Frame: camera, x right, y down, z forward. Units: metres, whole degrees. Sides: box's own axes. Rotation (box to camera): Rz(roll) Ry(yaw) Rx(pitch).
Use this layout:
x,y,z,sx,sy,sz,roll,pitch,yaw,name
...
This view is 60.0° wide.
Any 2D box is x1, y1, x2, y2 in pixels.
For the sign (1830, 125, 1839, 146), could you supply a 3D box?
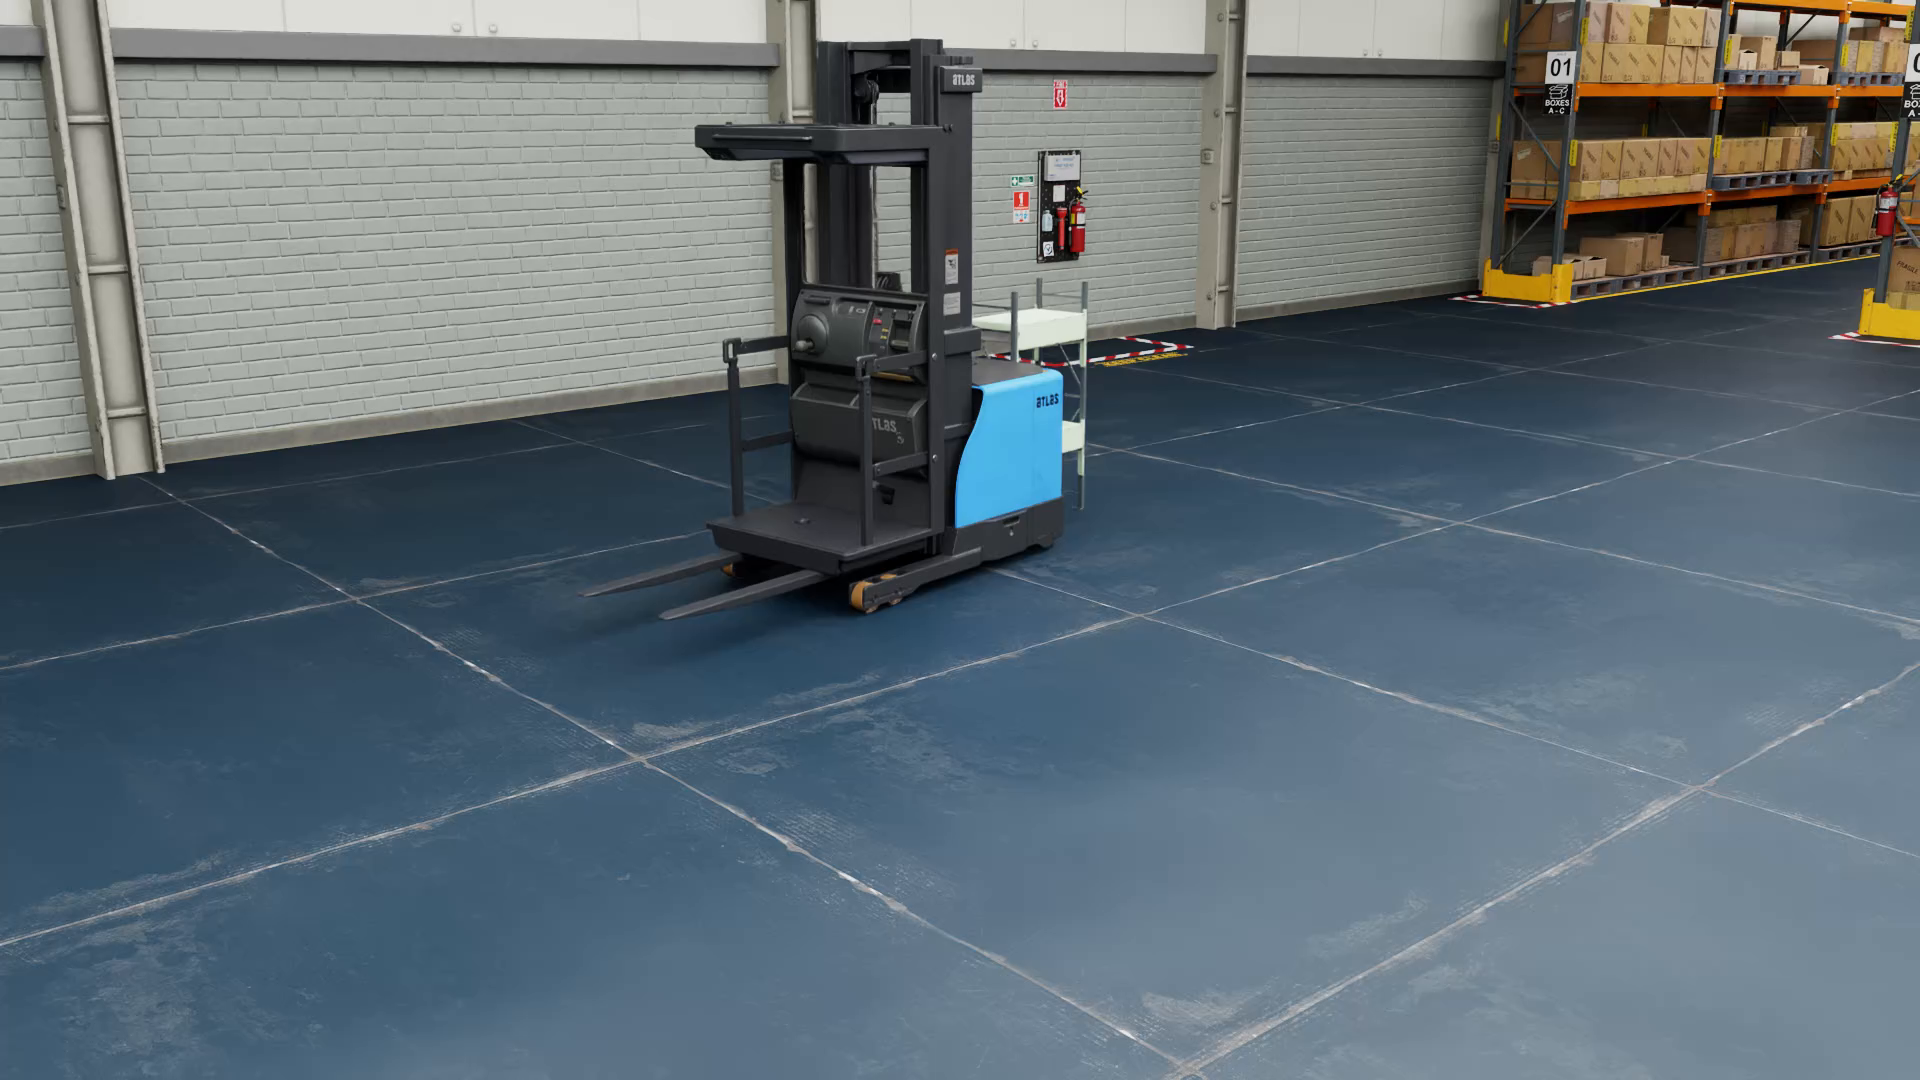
x,y,z,sx,sy,sz,roll,pitch,yaw,name
13.984,-6.476,26.593,0.005,0.325,0.100,-13,19,-39,sign

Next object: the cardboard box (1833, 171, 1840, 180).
x,y,z,sx,sy,sz,roll,pitch,yaw,name
14.217,-5.999,27.345,0.250,0.149,0.380,-12,19,-39,cardboard box

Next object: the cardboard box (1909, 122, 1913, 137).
x,y,z,sx,sy,sz,roll,pitch,yaw,name
16.061,-7.087,28.708,0.500,0.250,0.500,-12,19,-38,cardboard box

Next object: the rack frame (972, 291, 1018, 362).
x,y,z,sx,sy,sz,roll,pitch,yaw,name
0.190,-0.809,10.373,0.400,1.500,0.023,12,19,38,rack frame

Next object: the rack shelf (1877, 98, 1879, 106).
x,y,z,sx,sy,sz,roll,pitch,yaw,name
18.147,-8.177,30.632,4.000,0.370,1.077,-13,19,-39,rack shelf

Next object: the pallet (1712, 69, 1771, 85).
x,y,z,sx,sy,sz,roll,pitch,yaw,name
11.138,-6.824,24.536,1.003,0.211,1.213,-13,19,-39,pallet

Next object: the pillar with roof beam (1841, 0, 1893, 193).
x,y,z,sx,sy,sz,roll,pitch,yaw,name
19.424,-9.084,26.821,0.400,9.000,9.100,-13,19,-39,pillar with roof beam

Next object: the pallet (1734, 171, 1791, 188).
x,y,z,sx,sy,sz,roll,pitch,yaw,name
12.154,-5.623,25.861,1.213,0.211,1.003,-13,19,-39,pallet

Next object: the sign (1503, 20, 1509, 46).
x,y,z,sx,sy,sz,roll,pitch,yaw,name
7.236,-6.692,21.964,0.005,0.325,0.100,-13,19,-39,sign

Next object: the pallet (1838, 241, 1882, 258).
x,y,z,sx,sy,sz,roll,pitch,yaw,name
15.184,-5.036,28.696,1.213,0.211,1.003,-13,19,-39,pallet

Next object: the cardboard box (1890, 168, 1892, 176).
x,y,z,sx,sy,sz,roll,pitch,yaw,name
16.008,-6.374,28.748,0.250,0.149,0.380,-13,19,-39,cardboard box

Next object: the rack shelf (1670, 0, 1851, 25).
x,y,z,sx,sy,sz,roll,pitch,yaw,name
12.112,-8.078,25.223,4.000,0.370,1.077,-13,19,-39,rack shelf

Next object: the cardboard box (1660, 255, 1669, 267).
x,y,z,sx,sy,sz,roll,pitch,yaw,name
10.219,-4.129,24.532,0.380,0.166,0.250,13,20,40,cardboard box

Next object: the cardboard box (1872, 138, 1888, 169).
x,y,z,sx,sy,sz,roll,pitch,yaw,name
15.319,-6.554,28.164,0.500,0.500,0.500,-12,19,-38,cardboard box

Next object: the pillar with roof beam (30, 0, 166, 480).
x,y,z,sx,sy,sz,roll,pitch,yaw,name
-3.207,-4.002,7.795,0.400,9.000,9.100,-13,19,-39,pillar with roof beam

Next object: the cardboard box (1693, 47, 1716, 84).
x,y,z,sx,sy,sz,roll,pitch,yaw,name
10.382,-6.755,23.680,0.500,0.500,0.500,-12,19,-38,cardboard box

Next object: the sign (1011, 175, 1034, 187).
x,y,z,sx,sy,sz,roll,pitch,yaw,name
0.654,-3.762,17.425,0.331,0.109,0.001,-13,19,-39,sign

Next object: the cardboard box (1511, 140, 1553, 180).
x,y,z,sx,sy,sz,roll,pitch,yaw,name
7.801,-5.125,22.422,0.500,0.500,0.500,-13,20,-40,cardboard box

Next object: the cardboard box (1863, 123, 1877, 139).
x,y,z,sx,sy,sz,roll,pitch,yaw,name
14.912,-6.827,27.732,0.500,0.250,0.500,-12,19,-39,cardboard box

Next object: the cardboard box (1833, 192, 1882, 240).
x,y,z,sx,sy,sz,roll,pitch,yaw,name
15.564,-5.615,28.809,0.750,0.750,0.750,-12,19,-38,cardboard box

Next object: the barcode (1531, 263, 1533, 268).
x,y,z,sx,sy,sz,roll,pitch,yaw,name
7.917,-3.803,23.013,0.075,0.075,0.001,-13,19,-39,barcode

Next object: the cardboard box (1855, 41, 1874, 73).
x,y,z,sx,sy,sz,roll,pitch,yaw,name
14.740,-8.054,27.730,0.500,0.500,0.700,-11,19,-37,cardboard box

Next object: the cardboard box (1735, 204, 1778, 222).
x,y,z,sx,sy,sz,roll,pitch,yaw,name
12.640,-5.210,26.480,0.500,0.250,0.500,-12,19,-38,cardboard box

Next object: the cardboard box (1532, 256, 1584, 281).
x,y,z,sx,sy,sz,roll,pitch,yaw,name
8.166,-3.717,22.711,0.500,0.311,0.500,13,20,41,cardboard box

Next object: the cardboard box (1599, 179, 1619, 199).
x,y,z,sx,sy,sz,roll,pitch,yaw,name
8.544,-4.753,22.482,0.500,0.250,0.500,-13,20,-41,cardboard box

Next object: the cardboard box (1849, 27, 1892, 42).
x,y,z,sx,sy,sz,roll,pitch,yaw,name
15.481,-8.589,28.281,0.500,0.250,0.500,-13,20,-41,cardboard box

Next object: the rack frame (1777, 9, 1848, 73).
x,y,z,sx,sy,sz,roll,pitch,yaw,name
13.620,-8.958,26.347,0.127,3.000,1.000,-13,19,-39,rack frame

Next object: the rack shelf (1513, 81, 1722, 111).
x,y,z,sx,sy,sz,roll,pitch,yaw,name
9.094,-6.144,23.022,4.000,0.370,1.077,-13,19,-39,rack shelf

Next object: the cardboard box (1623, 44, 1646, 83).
x,y,z,sx,sy,sz,roll,pitch,yaw,name
8.819,-6.392,22.322,0.500,0.500,0.500,-12,19,-37,cardboard box

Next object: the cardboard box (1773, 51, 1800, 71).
x,y,z,sx,sy,sz,roll,pitch,yaw,name
12.582,-7.366,25.964,0.637,0.503,0.797,-9,18,-32,cardboard box

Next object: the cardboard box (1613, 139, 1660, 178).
x,y,z,sx,sy,sz,roll,pitch,yaw,name
9.298,-5.284,23.017,0.500,0.500,0.500,-12,19,-38,cardboard box

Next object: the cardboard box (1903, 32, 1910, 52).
x,y,z,sx,sy,sz,roll,pitch,yaw,name
17.012,-8.891,29.740,0.500,0.500,0.500,-13,20,-40,cardboard box

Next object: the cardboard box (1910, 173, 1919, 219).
x,y,z,sx,sy,sz,roll,pitch,yaw,name
11.200,-3.865,18.714,0.500,0.500,0.700,-13,19,-39,cardboard box

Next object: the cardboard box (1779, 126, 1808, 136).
x,y,z,sx,sy,sz,roll,pitch,yaw,name
13.380,-6.569,26.727,0.380,0.149,0.250,13,20,40,cardboard box

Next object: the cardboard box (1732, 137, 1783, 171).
x,y,z,sx,sy,sz,roll,pitch,yaw,name
12.347,-6.023,25.940,0.500,0.500,0.700,-13,19,-39,cardboard box

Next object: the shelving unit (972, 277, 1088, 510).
x,y,z,sx,sy,sz,roll,pitch,yaw,name
0.424,-0.882,10.645,0.431,1.500,0.755,12,19,38,shelving unit

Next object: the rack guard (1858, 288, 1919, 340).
x,y,z,sx,sy,sz,roll,pitch,yaw,name
10.822,-2.528,18.747,0.348,0.500,1.175,-13,19,-39,rack guard

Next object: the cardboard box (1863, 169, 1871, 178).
x,y,z,sx,sy,sz,roll,pitch,yaw,name
15.171,-6.220,28.172,0.250,0.149,0.380,-13,19,-39,cardboard box

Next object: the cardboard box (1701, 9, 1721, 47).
x,y,z,sx,sy,sz,roll,pitch,yaw,name
10.403,-7.234,23.538,0.500,0.500,0.500,14,20,42,cardboard box

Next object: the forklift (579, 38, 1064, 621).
x,y,z,sx,sy,sz,roll,pitch,yaw,name
-0.700,-1.176,8.972,1.130,2.935,3.031,12,19,38,forklift

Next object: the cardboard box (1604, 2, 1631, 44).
x,y,z,sx,sy,sz,roll,pitch,yaw,name
8.447,-6.787,21.865,0.500,0.500,0.500,-13,20,-40,cardboard box

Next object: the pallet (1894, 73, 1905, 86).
x,y,z,sx,sy,sz,roll,pitch,yaw,name
15.979,-7.929,28.678,1.217,0.209,0.805,-14,20,-42,pallet

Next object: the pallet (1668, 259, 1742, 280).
x,y,z,sx,sy,sz,roll,pitch,yaw,name
11.189,-4.167,25.439,1.213,0.211,1.003,-13,19,-39,pallet

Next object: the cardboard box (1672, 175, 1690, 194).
x,y,z,sx,sy,sz,roll,pitch,yaw,name
10.063,-5.097,23.770,0.500,0.250,0.500,-13,19,-39,cardboard box

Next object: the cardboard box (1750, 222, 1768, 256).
x,y,z,sx,sy,sz,roll,pitch,yaw,name
12.290,-4.778,26.315,0.500,0.500,0.700,-13,20,-40,cardboard box

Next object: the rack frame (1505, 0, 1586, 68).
x,y,z,sx,sy,sz,roll,pitch,yaw,name
7.585,-7.602,21.274,0.127,3.000,1.000,-13,19,-39,rack frame

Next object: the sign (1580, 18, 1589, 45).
x,y,z,sx,sy,sz,roll,pitch,yaw,name
7.942,-6.470,21.153,0.005,0.325,0.100,-13,19,-39,sign
